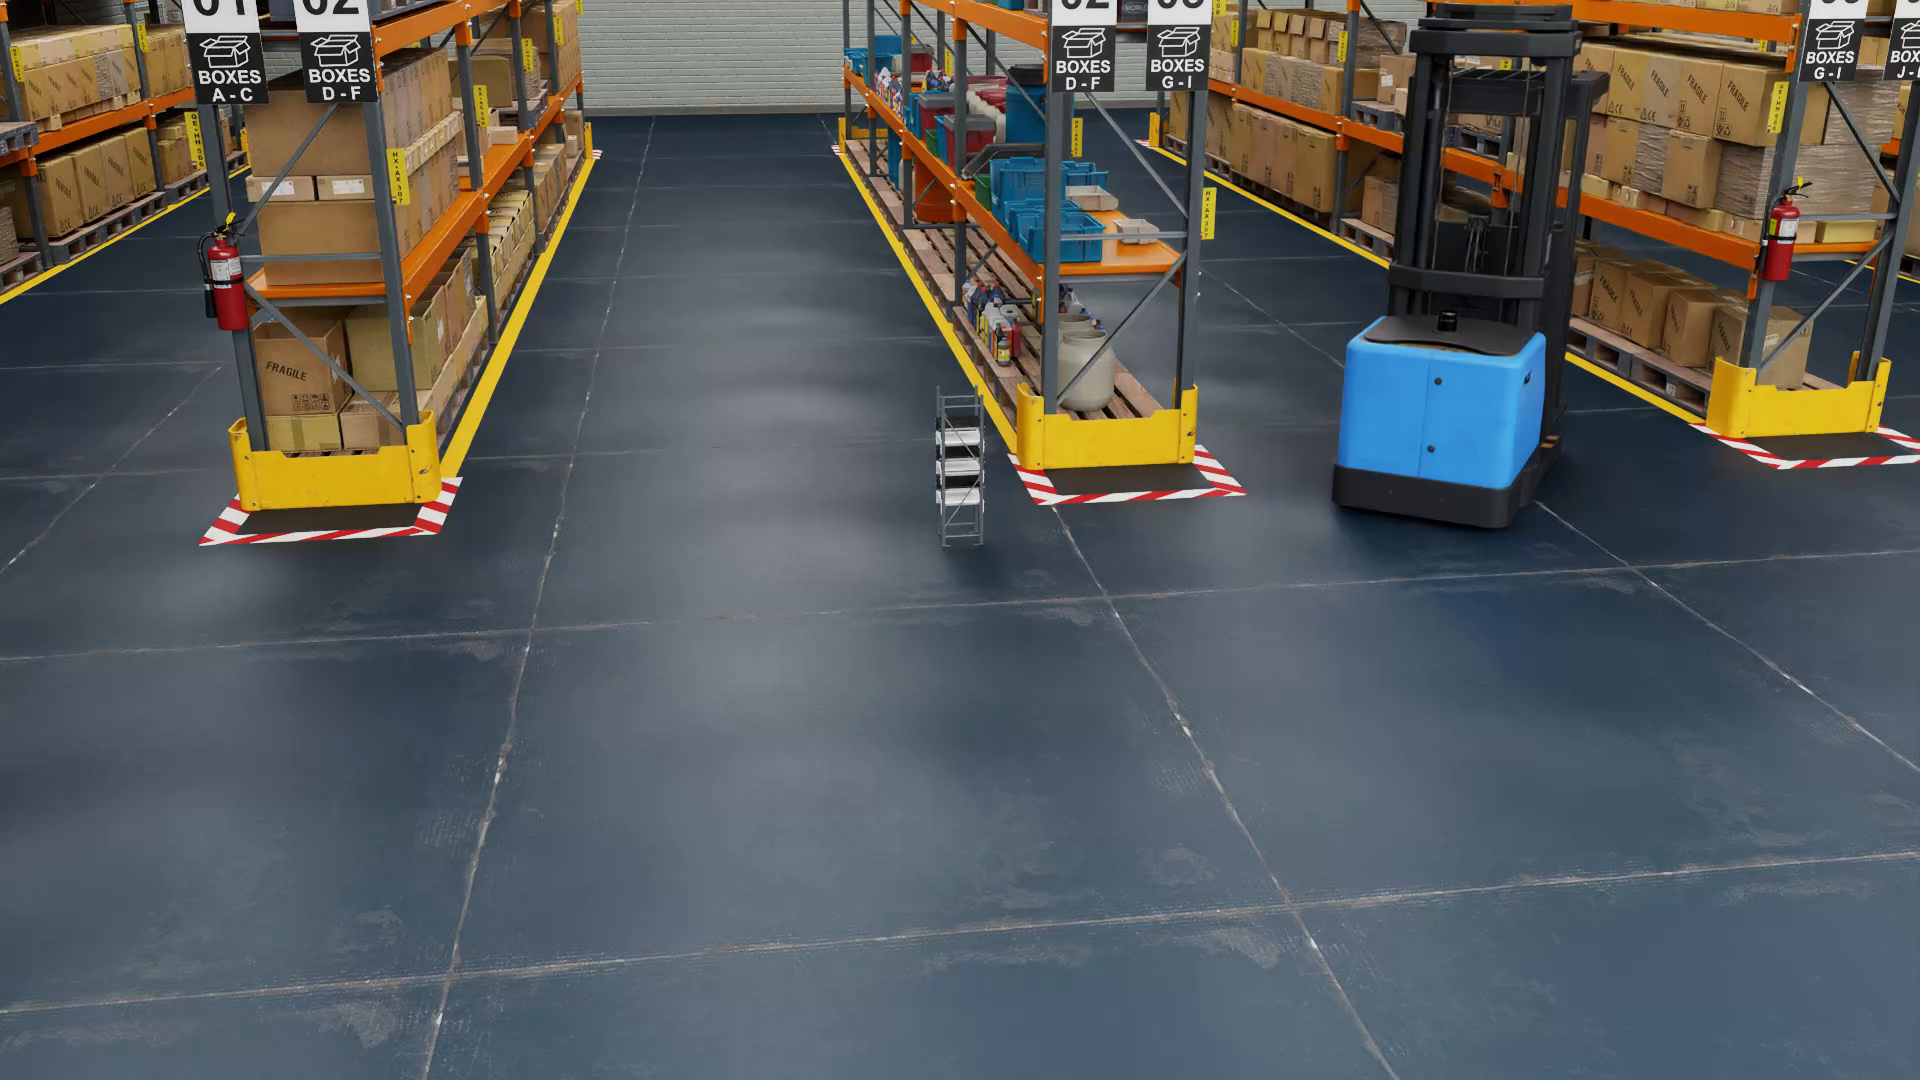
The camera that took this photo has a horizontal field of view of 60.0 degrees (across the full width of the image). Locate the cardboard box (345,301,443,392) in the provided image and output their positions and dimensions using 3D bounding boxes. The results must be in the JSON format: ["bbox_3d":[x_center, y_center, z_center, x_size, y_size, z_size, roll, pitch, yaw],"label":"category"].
[{"bbox_3d":[-3.801,-1.308,11.190,0.500,0.500,0.500,-3,21,-8],"label":"cardboard box"}]

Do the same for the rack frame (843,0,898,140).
[{"bbox_3d":[-1.274,-7.467,25.421,1.000,3.000,0.127,-3,21,-8],"label":"rack frame"}]

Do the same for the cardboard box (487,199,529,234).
[{"bbox_3d":[-4.622,-3.271,16.716,0.500,0.311,0.500,-3,21,-9],"label":"cardboard box"}]

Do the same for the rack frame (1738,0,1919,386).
[{"bbox_3d":[5.934,-2.177,11.258,1.000,3.000,0.127,-3,21,-8],"label":"rack frame"}]

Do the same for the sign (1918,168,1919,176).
[{"bbox_3d":[6.471,-2.610,11.180,0.100,0.325,0.005,-3,21,-8],"label":"sign"}]

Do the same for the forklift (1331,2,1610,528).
[{"bbox_3d":[3.396,-1.915,10.653,1.130,2.935,3.031,10,23,26],"label":"forklift"}]

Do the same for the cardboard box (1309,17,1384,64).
[{"bbox_3d":[4.600,-5.943,19.765,0.797,0.503,0.637,-2,21,-6],"label":"cardboard box"}]

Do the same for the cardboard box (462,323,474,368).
[{"bbox_3d":[-4.014,-1.477,12.712,0.500,0.250,0.500,-3,21,-8],"label":"cardboard box"}]

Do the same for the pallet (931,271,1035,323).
[{"bbox_3d":[0.304,-2.276,15.507,1.003,0.211,1.213,-3,21,-8],"label":"pallet"}]

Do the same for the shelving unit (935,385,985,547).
[{"bbox_3d":[-0.001,-0.424,9.566,0.258,0.900,0.210,-3,21,-8],"label":"shelving unit"}]

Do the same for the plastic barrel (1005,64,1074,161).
[{"bbox_3d":[0.700,-3.696,14.608,0.600,0.901,0.708,-3,21,-8],"label":"plastic barrel"}]

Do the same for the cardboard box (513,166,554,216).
[{"bbox_3d":[-4.954,-4.010,19.111,0.500,0.500,0.500,-3,21,-8],"label":"cardboard box"}]

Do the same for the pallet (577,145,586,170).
[{"bbox_3d":[-6.049,-5.610,24.434,1.003,0.211,1.213,-3,21,-8],"label":"pallet"}]

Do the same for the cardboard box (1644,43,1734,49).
[{"bbox_3d":[5.839,-3.728,13.414,0.500,0.500,0.500,-3,21,-8],"label":"cardboard box"}]

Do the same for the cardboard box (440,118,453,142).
[{"bbox_3d":[-4.121,-3.155,12.805,0.380,0.149,0.250,-4,21,-9],"label":"cardboard box"}]

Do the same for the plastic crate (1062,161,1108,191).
[{"bbox_3d":[0.884,-2.873,13.334,0.499,0.251,0.616,-3,21,-8],"label":"plastic crate"}]

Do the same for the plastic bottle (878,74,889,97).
[{"bbox_3d":[-0.955,-5.718,20.915,0.152,0.276,0.135,-3,21,-8],"label":"plastic bottle"}]

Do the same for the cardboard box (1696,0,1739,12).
[{"bbox_3d":[5.538,-3.839,11.634,0.500,0.250,0.500,-3,21,-7],"label":"cardboard box"}]

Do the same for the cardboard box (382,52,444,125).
[{"bbox_3d":[-4.302,-3.390,12.508,0.700,0.500,0.500,-3,21,-8],"label":"cardboard box"}]

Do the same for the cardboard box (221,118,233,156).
[{"bbox_3d":[-10.878,-5.756,23.812,0.700,0.500,0.500,-3,21,-8],"label":"cardboard box"}]

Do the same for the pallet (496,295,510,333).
[{"bbox_3d":[-4.591,-2.010,14.797,1.003,0.211,1.213,-3,21,-8],"label":"pallet"}]

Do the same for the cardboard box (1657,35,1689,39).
[{"bbox_3d":[9.453,-6.593,21.990,0.380,0.149,0.250,-4,21,-9],"label":"cardboard box"}]

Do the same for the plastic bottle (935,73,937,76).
[{"bbox_3d":[-0.268,-5.777,21.074,0.152,0.276,0.135,-3,21,-8],"label":"plastic bottle"}]

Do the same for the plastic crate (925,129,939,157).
[{"bbox_3d":[-0.074,-3.802,15.910,0.450,0.188,0.662,-3,21,-8],"label":"plastic crate"}]

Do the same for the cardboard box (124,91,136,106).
[{"bbox_3d":[-10.112,-5.285,19.910,0.380,0.149,0.250,-3,21,-7],"label":"cardboard box"}]

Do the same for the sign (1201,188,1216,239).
[{"bbox_3d":[1.578,-2.083,10.611,0.100,0.325,0.005,-3,21,-8],"label":"sign"}]

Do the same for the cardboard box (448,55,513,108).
[{"bbox_3d":[-5.225,-4.904,17.817,0.700,0.500,0.500,-10,23,-26],"label":"cardboard box"}]

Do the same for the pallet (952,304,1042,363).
[{"bbox_3d":[0.511,-1.771,14.157,1.003,0.211,1.213,-3,21,-8],"label":"pallet"}]

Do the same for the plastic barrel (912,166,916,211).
[{"bbox_3d":[-0.378,-4.088,19.329,0.421,0.512,0.421,0,20,0],"label":"plastic barrel"}]

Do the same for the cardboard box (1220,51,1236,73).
[{"bbox_3d":[3.881,-6.540,22.730,0.500,0.250,0.500,-3,21,-9],"label":"cardboard box"}]

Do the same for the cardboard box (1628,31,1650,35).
[{"bbox_3d":[9.305,-6.917,23.381,0.500,0.500,0.500,-3,21,-9],"label":"cardboard box"}]

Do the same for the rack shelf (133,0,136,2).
[{"bbox_3d":[-10.789,-7.343,21.830,1.077,0.370,4.000,-3,21,-8],"label":"rack shelf"}]

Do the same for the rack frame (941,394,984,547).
[{"bbox_3d":[0.014,-0.389,9.472,0.240,0.900,0.006,-3,21,-8],"label":"rack frame"}]

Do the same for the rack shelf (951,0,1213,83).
[{"bbox_3d":[0.744,-3.688,12.044,1.077,0.370,4.000,-3,21,-8],"label":"rack shelf"}]

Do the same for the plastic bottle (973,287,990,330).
[{"bbox_3d":[0.189,-1.911,13.704,0.144,0.351,0.185,-4,21,-10],"label":"plastic bottle"}]

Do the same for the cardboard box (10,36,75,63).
[{"bbox_3d":[-9.889,-5.273,17.880,0.500,0.250,0.500,-3,21,-7],"label":"cardboard box"}]

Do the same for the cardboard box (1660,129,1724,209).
[{"bbox_3d":[5.691,-2.722,12.149,0.875,0.500,0.500,-3,21,-8],"label":"cardboard box"}]

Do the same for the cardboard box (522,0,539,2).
[{"bbox_3d":[-6.373,-7.567,24.116,0.500,0.500,0.500,-2,21,-6],"label":"cardboard box"}]

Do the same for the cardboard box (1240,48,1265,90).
[{"bbox_3d":[4.023,-6.207,21.904,0.500,0.500,0.500,-3,21,-8],"label":"cardboard box"}]

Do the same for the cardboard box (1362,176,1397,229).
[{"bbox_3d":[4.897,-3.751,18.416,0.700,0.500,0.500,-4,21,-11],"label":"cardboard box"}]

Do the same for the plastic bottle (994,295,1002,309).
[{"bbox_3d":[0.302,-1.896,13.775,0.097,0.271,0.097,0,20,0],"label":"plastic bottle"}]

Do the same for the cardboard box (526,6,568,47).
[{"bbox_3d":[-5.537,-6.883,22.285,0.500,0.500,0.500,-4,21,-9],"label":"cardboard box"}]

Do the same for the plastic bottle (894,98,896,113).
[{"bbox_3d":[-0.717,-5.045,19.222,0.097,0.201,0.097,0,20,0],"label":"plastic bottle"}]

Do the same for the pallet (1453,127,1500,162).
[{"bbox_3d":[5.391,-3.744,15.727,1.003,0.211,1.213,-3,21,-8],"label":"pallet"}]

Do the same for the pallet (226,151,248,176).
[{"bbox_3d":[-10.885,-5.388,23.840,1.003,0.211,1.213,-3,21,-8],"label":"pallet"}]

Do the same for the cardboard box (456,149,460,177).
[{"bbox_3d":[-4.560,-3.162,14.108,0.500,0.250,0.500,-2,21,-4],"label":"cardboard box"}]

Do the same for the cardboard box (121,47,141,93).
[{"bbox_3d":[-10.185,-5.631,19.908,0.500,0.500,0.500,-3,21,-9],"label":"cardboard box"}]

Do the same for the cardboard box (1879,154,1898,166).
[{"bbox_3d":[9.831,-3.787,18.183,1.050,0.750,0.750,-3,21,-7],"label":"cardboard box"}]

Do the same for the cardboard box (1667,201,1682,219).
[{"bbox_3d":[5.550,-2.494,12.466,0.380,0.149,0.250,-3,21,-8],"label":"cardboard box"}]

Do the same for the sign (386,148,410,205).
[{"bbox_3d":[-3.320,-2.147,9.827,0.100,0.325,0.005,-3,21,-8],"label":"sign"}]

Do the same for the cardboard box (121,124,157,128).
[{"bbox_3d":[-10.799,-5.389,21.904,0.380,0.149,0.250,-4,21,-9],"label":"cardboard box"}]
